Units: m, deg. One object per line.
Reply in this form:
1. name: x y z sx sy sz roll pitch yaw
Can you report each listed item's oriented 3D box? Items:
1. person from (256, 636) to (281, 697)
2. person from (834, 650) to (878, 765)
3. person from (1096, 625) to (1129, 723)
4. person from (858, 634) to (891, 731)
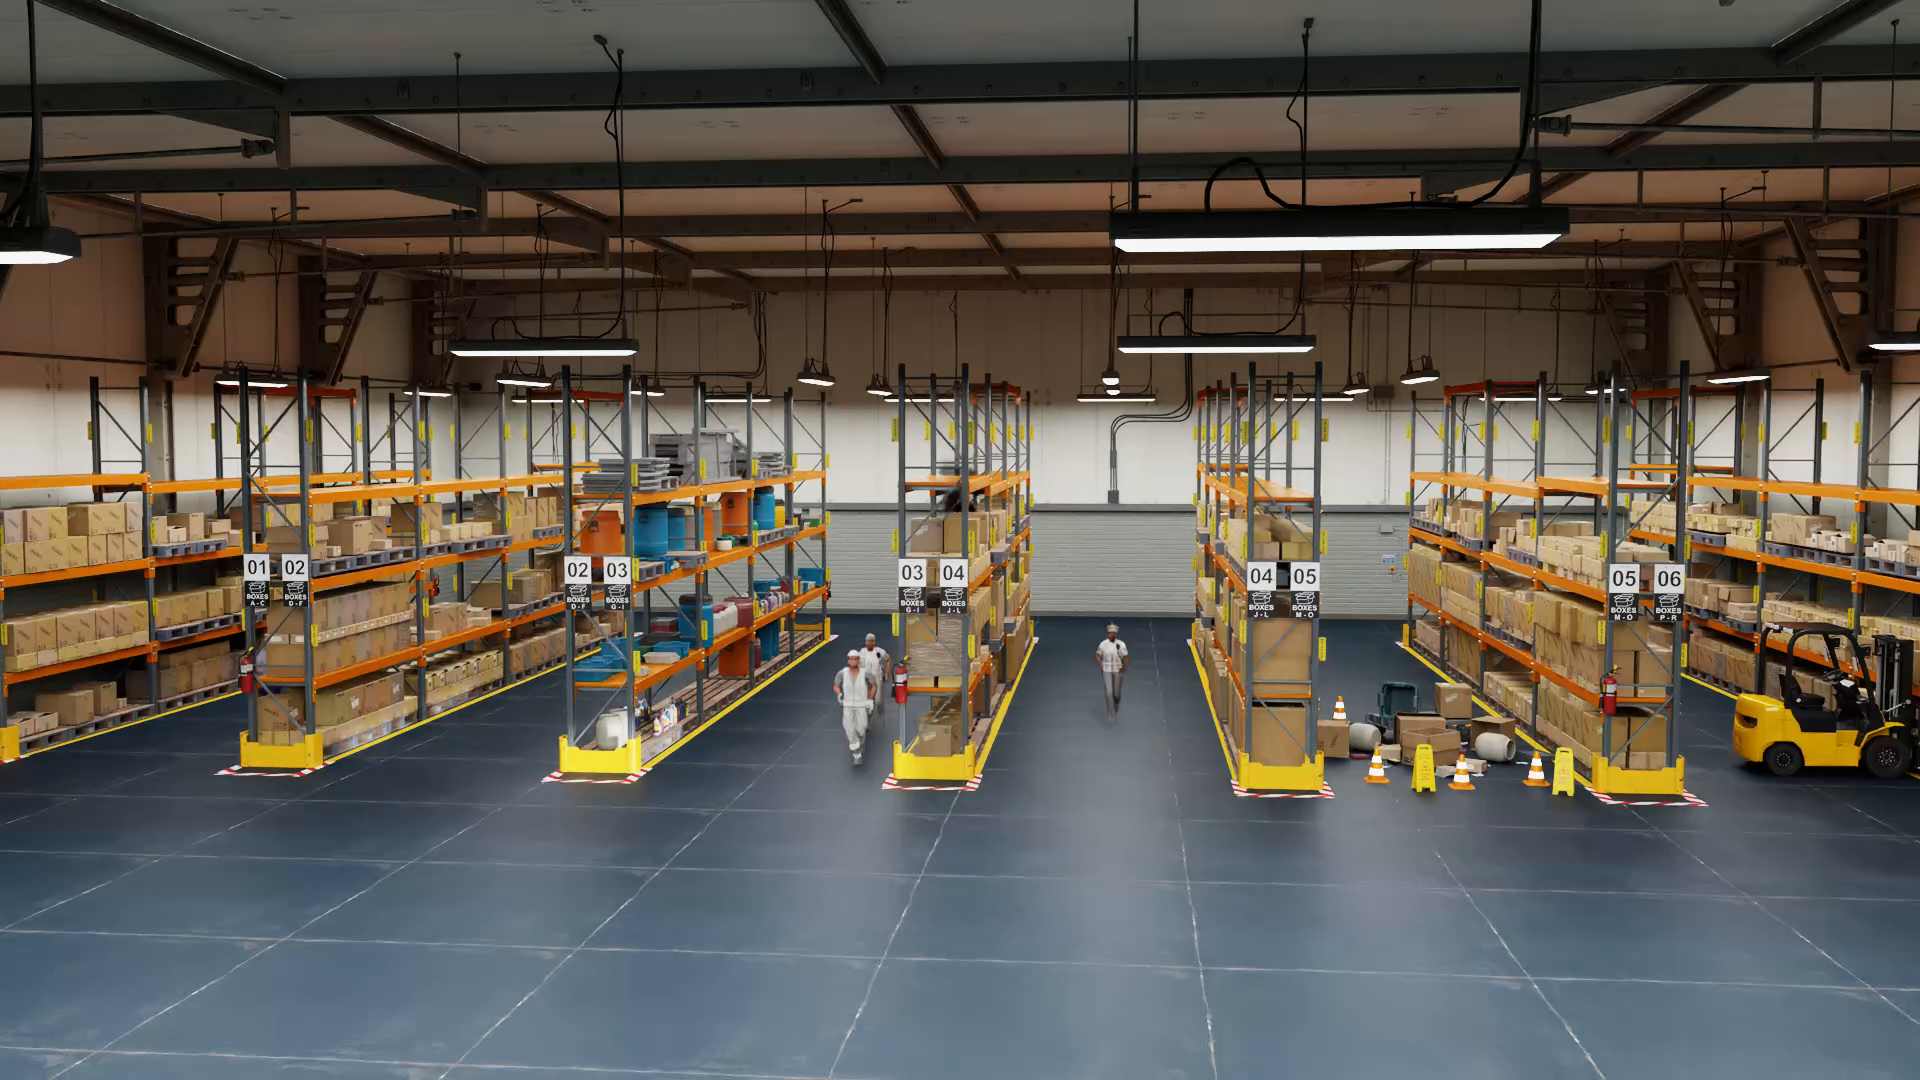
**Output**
1. person: -11.473 2.398 27.581 0.602 1.662 0.934 0 4 -2
2. person: -1.594 2.528 25.150 0.660 1.744 0.614 0 4 6
3. person: 2.665 2.307 29.092 0.590 1.683 0.720 0 4 5
4. person: -1.467 2.389 27.835 0.601 1.644 0.648 0 4 1
